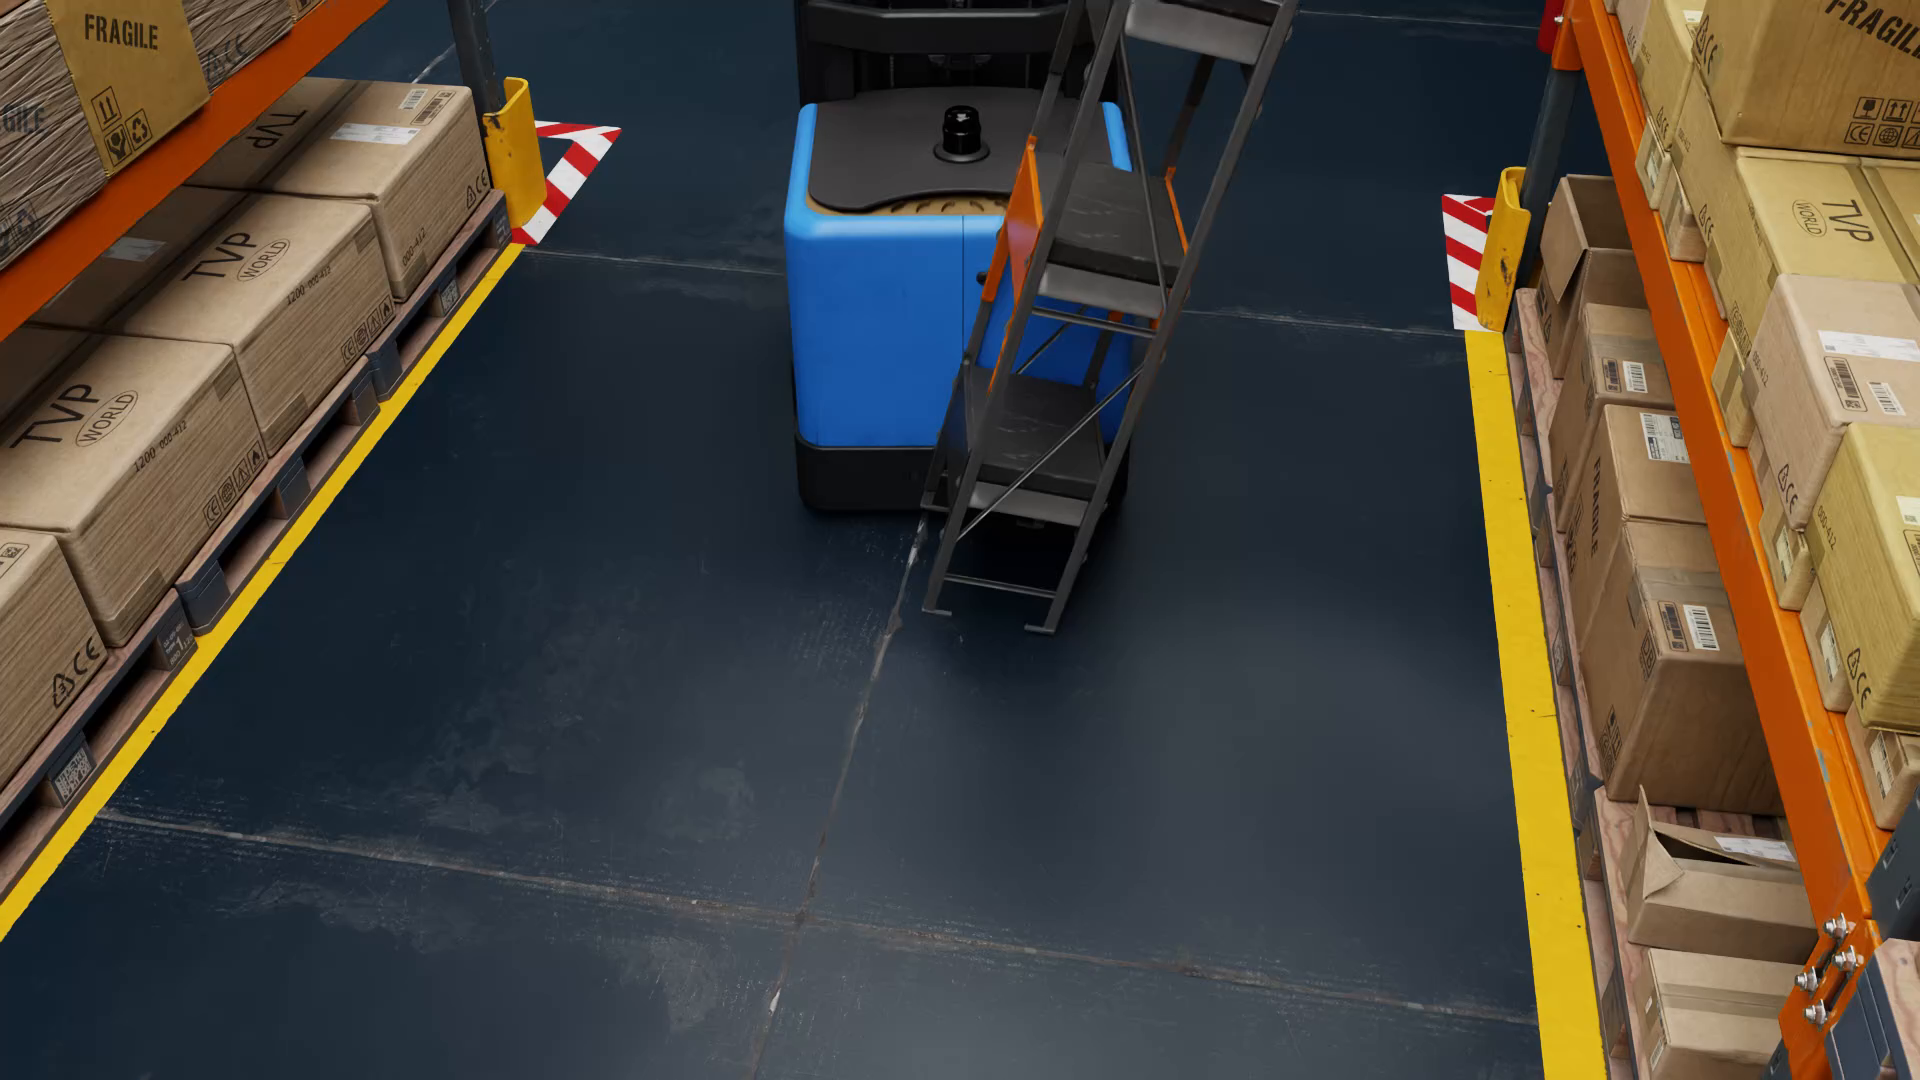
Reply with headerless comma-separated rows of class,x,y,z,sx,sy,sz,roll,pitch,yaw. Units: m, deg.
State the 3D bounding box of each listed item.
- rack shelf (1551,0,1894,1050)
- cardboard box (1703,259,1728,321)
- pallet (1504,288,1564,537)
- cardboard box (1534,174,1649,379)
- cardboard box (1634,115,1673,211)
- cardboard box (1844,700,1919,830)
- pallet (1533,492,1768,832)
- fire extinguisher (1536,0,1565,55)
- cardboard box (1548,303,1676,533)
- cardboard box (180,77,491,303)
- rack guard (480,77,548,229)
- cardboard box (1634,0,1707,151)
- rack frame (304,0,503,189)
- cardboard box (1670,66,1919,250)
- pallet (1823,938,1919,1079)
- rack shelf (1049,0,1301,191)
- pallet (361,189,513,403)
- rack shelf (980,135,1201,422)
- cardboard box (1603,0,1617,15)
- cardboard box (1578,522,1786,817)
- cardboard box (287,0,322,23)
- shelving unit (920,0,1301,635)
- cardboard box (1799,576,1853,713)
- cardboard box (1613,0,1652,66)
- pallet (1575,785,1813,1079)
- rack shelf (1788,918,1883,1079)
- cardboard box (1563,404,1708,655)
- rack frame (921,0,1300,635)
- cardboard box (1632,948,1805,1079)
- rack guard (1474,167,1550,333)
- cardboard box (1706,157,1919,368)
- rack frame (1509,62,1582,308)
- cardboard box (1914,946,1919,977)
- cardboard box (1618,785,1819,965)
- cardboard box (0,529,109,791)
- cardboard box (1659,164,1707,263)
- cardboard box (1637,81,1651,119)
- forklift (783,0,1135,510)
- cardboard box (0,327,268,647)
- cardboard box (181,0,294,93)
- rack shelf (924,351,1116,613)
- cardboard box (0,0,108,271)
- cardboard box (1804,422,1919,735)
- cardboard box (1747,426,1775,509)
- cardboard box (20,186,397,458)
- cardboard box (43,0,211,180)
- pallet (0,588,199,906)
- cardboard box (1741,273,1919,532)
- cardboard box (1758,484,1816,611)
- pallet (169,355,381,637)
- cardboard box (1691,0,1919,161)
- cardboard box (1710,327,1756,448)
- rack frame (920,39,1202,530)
rack shelf,2.208,-0.496,4.061,1.077,0.370,4.000,6,40,8
cardboard box,1.953,-0.616,3.838,0.380,0.149,0.250,6,40,8
pallet,2.404,-0.406,5.576,1.003,0.211,1.213,6,40,8
cardboard box,2.355,-0.855,5.560,0.797,0.503,0.637,5,40,6
cardboard box,1.955,-0.953,4.246,0.380,0.149,0.250,5,40,6
cardboard box,1.668,0.350,2.669,0.380,0.149,0.250,7,40,8
pallet,2.191,0.357,4.652,1.003,0.211,1.213,6,40,8
fire extinguisher,2.124,-1.999,5.667,0.296,0.674,0.183,6,40,8
cardboard box,2.169,-0.322,4.917,0.700,0.500,0.500,8,40,9
cardboard box,-2.351,-1.323,6.177,0.875,0.438,0.875,5,40,6
rack guard,-2.331,-1.626,6.824,1.175,0.500,0.348,6,40,8
cardboard box,2.039,-1.196,4.226,0.500,0.250,0.500,6,40,7
rack frame,-2.335,-2.574,6.009,1.000,3.000,0.127,6,40,8
cardboard box,1.971,-0.872,3.835,0.500,0.250,0.500,5,40,7
pallet,1.616,1.045,1.783,1.003,0.211,1.213,6,40,8
rack shelf,0.497,-1.219,3.989,0.431,0.518,0.480,10,39,-10
pallet,-2.397,-0.989,6.280,1.003,0.211,1.213,6,40,8
rack shelf,0.327,-0.693,4.419,0.431,0.518,0.480,10,39,-10
cardboard box,2.227,-1.756,5.217,0.380,0.149,0.250,6,40,7
cardboard box,1.989,0.330,4.129,0.700,0.500,0.500,5,40,6
cardboard box,-2.260,-1.967,5.197,0.500,0.500,0.500,6,40,7
shelving unit,0.330,-0.703,4.410,0.431,2.100,0.503,10,39,-10
cardboard box,1.692,0.185,2.870,0.380,0.149,0.250,7,40,9
cardboard box,2.123,-1.514,4.612,0.500,0.250,0.500,7,40,8
pallet,1.982,1.125,3.723,1.003,0.211,1.213,6,40,8
rack shelf,1.516,2.014,1.025,1.077,0.370,4.000,6,40,8
cardboard box,1.979,-0.001,4.529,0.500,0.500,0.500,7,40,8
rack frame,0.337,-0.548,4.222,0.400,2.100,0.015,10,39,-10
cardboard box,1.669,1.036,3.550,0.380,0.149,0.250,5,40,6
rack guard,2.541,-1.018,6.089,1.175,0.500,0.348,6,40,8
cardboard box,1.881,-0.549,3.445,0.500,0.250,0.500,6,40,7
rack frame,2.554,-2.029,5.350,1.000,3.000,0.127,6,40,8
cardboard box,1.558,0.560,1.811,0.700,0.500,0.500,7,40,9
cardboard box,1.731,0.767,3.784,0.396,0.266,0.258,8,40,9
cardboard box,-2.813,0.380,4.118,0.875,0.438,0.875,6,40,7
cardboard box,1.930,-0.785,4.043,0.380,0.149,0.250,7,40,9
cardboard box,2.113,-1.271,4.630,0.380,0.149,0.250,8,40,9
forklift,-0.009,-2.135,5.533,1.130,2.935,3.031,0,40,-1
cardboard box,-2.659,-0.182,4.797,0.875,0.438,0.875,5,40,6
cardboard box,-2.339,-1.643,4.805,0.500,0.500,0.500,7,40,9
rack shelf,0.156,-0.167,4.848,0.431,0.518,0.480,10,39,-10
cardboard box,-2.505,-0.994,4.020,0.500,0.500,0.500,7,40,8
cardboard box,1.710,0.078,2.686,0.500,0.250,0.500,7,40,9
cardboard box,1.785,-0.143,3.266,0.380,0.149,0.250,7,40,9
cardboard box,-2.501,-0.748,5.481,0.875,0.438,0.875,7,40,9
cardboard box,-2.416,-1.318,4.411,0.500,0.500,0.500,8,40,9
pallet,-2.819,0.543,4.428,1.003,0.211,1.213,6,40,8
cardboard box,1.782,-0.238,3.068,0.500,0.250,0.500,7,40,8
cardboard box,1.713,0.019,3.070,0.380,0.149,0.250,7,40,9
pallet,-2.610,-0.225,5.357,1.003,0.211,1.213,6,40,8
cardboard box,1.951,-1.178,3.617,0.500,0.500,0.500,7,40,9
cardboard box,1.802,-0.306,3.464,0.380,0.149,0.250,6,40,7
rack frame,0.323,-0.859,4.598,0.400,2.100,0.015,10,39,-10
